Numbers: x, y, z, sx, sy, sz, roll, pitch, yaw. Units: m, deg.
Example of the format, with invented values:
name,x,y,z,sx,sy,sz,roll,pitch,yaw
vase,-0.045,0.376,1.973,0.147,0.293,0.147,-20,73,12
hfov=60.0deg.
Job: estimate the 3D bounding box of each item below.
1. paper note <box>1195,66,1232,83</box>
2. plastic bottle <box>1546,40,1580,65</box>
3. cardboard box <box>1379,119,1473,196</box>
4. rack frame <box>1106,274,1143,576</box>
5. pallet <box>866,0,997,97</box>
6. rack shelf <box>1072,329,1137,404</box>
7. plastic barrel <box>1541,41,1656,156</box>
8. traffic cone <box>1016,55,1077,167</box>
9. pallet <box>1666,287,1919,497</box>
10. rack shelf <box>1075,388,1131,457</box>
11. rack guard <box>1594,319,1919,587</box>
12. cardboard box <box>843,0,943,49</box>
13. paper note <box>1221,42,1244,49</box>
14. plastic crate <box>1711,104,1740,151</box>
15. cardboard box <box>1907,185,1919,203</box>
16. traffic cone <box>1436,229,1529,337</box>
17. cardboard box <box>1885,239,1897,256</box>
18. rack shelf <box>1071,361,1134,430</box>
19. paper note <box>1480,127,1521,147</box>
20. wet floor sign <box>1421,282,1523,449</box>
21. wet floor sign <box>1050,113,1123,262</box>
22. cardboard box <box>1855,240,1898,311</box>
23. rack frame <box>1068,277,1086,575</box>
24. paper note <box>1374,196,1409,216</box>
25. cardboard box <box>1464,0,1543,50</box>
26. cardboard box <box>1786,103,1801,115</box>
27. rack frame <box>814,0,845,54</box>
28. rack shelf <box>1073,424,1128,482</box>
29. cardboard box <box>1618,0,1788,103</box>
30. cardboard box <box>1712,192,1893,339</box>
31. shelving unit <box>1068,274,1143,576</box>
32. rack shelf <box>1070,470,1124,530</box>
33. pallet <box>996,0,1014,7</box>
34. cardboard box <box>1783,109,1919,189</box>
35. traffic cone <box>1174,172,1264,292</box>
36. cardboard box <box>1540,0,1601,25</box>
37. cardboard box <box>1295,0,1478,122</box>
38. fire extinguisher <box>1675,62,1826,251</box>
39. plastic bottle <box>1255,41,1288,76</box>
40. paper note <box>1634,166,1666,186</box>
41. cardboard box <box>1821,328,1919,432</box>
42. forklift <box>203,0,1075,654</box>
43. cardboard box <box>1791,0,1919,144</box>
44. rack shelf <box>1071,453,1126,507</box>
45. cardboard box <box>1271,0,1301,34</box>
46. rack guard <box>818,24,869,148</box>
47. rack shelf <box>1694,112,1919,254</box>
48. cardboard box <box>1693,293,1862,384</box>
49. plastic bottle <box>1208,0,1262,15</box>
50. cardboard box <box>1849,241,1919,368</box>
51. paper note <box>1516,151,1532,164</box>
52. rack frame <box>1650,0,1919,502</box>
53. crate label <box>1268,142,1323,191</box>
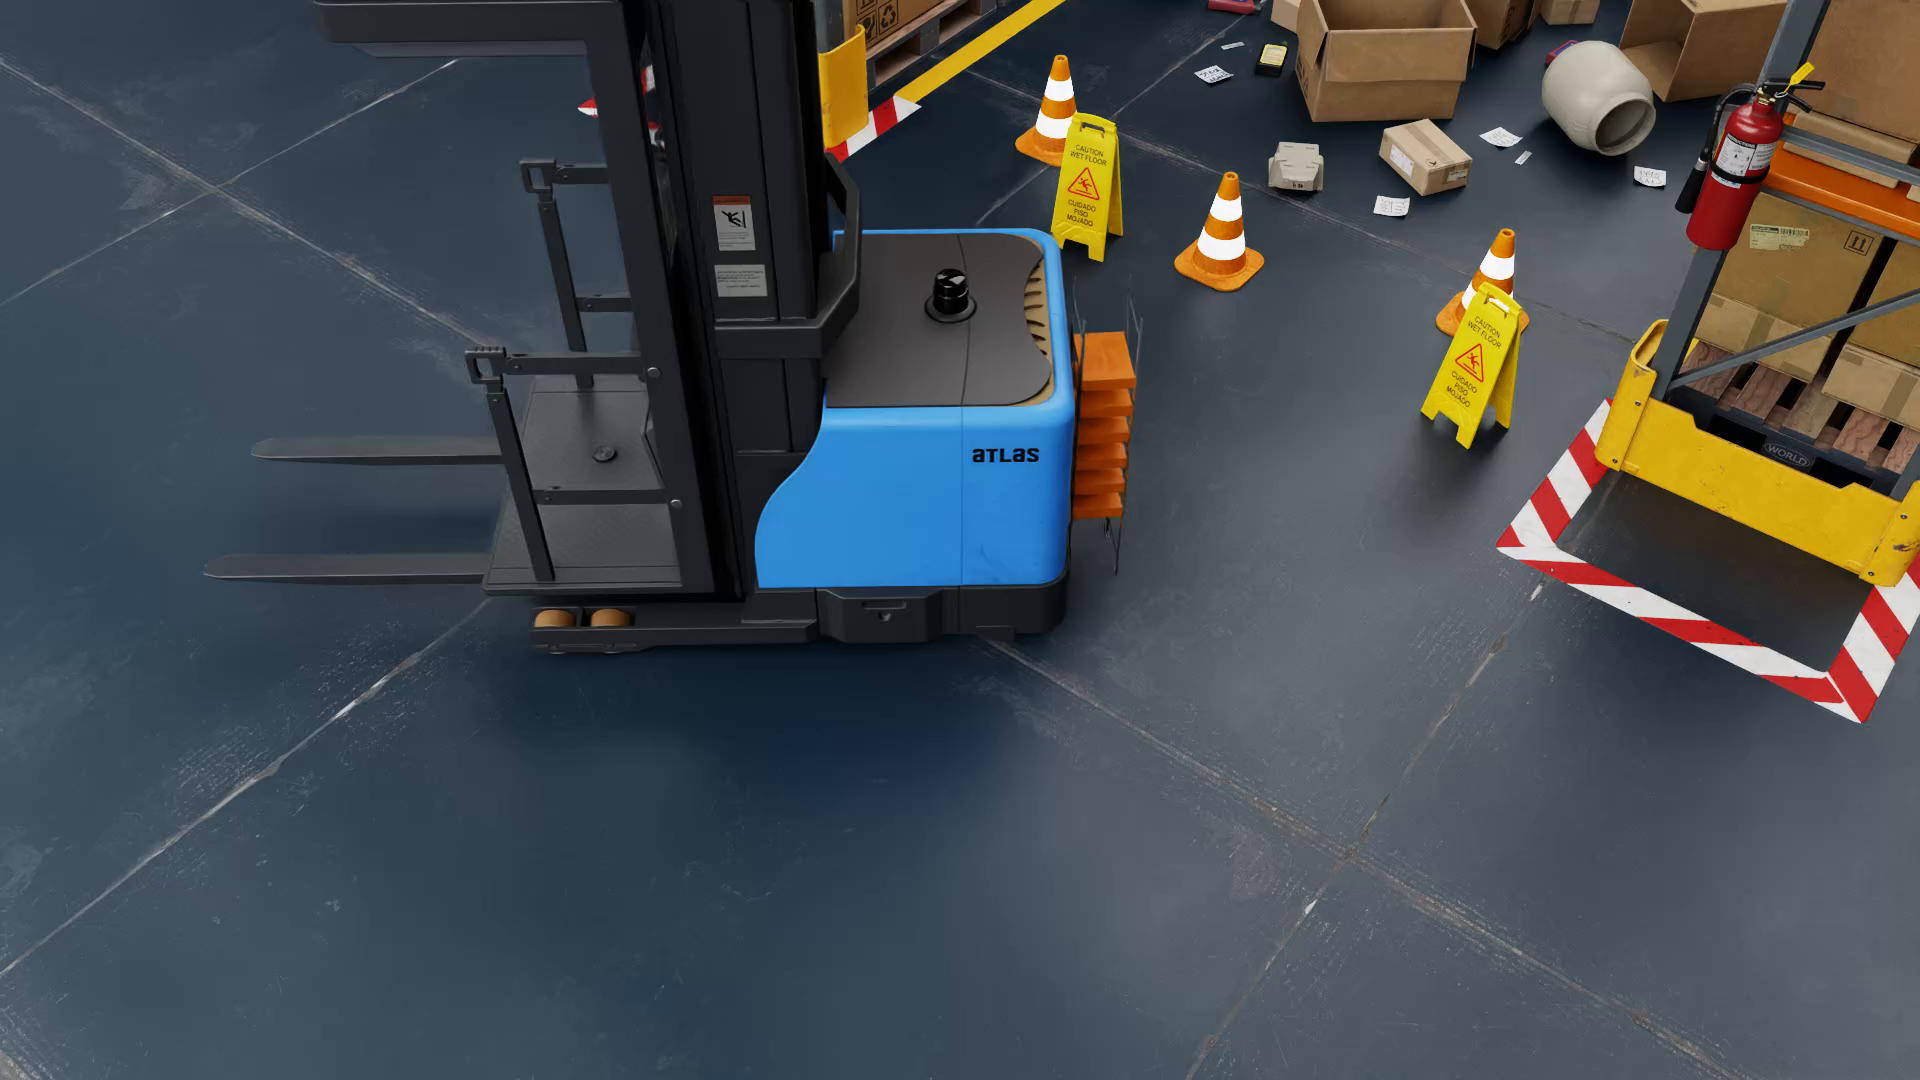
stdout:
name,x,y,z,sx,sy,sz,roll,pitch,yaw
paper note,1.299,-2.384,8.508,0.142,0.017,0.144,-25,51,-22
plastic bottle,3.174,-2.522,8.616,0.283,0.061,0.133,-33,55,-28
cardboard box,2.204,-1.815,7.881,0.250,0.149,0.380,-17,49,-15
rack frame,0.566,-0.367,5.771,0.006,1.200,0.240,-4,46,-4
pallet,-0.550,-2.816,8.795,1.003,0.211,1.213,29,53,25
rack shelf,0.475,-0.579,5.537,0.180,0.103,0.258,-4,46,-4
plastic barrel,3.066,-2.118,7.981,0.421,0.421,0.512,-9,47,-8
traffic cone,0.471,-2.087,7.924,0.336,0.463,0.334,29,53,25
pallet,3.573,-0.687,6.760,1.003,0.211,1.213,29,53,25
rack shelf,0.475,-0.413,5.711,0.180,0.103,0.258,-4,46,-4
rack guard,3.048,-0.337,6.226,1.175,0.500,0.348,29,53,25
cardboard box,-0.615,-3.116,8.331,0.875,0.875,0.875,29,53,25
paper note,1.430,-2.592,8.719,0.123,0.001,0.032,-17,49,-15
plastic crate,3.838,-1.902,8.011,0.402,0.080,0.583,13,48,12
cardboard box,3.373,-1.173,5.470,0.380,0.149,0.250,29,53,25
traffic cone,2.244,-1.097,6.978,0.336,0.463,0.334,29,53,25
cardboard box,3.601,-1.485,6.687,0.500,0.500,0.500,31,54,26
rack shelf,0.475,-0.496,5.624,0.180,0.103,0.258,-4,46,-4
paper note,2.642,-1.968,8.117,0.142,0.019,0.148,-25,51,-22
wet floor sign,2.039,-0.708,6.480,0.232,0.644,0.267,-25,51,-22
wet floor sign,0.572,-1.582,7.315,0.267,0.644,0.232,21,50,19
cardboard box,3.606,-1.227,6.959,0.500,0.250,0.500,29,53,25
rack frame,0.384,-0.355,5.759,0.006,1.200,0.240,-4,46,-4
paper note,2.004,-1.552,7.712,0.148,0.019,0.142,13,48,12
cardboard box,2.637,-3.005,8.678,0.797,0.637,0.503,29,53,25
cardboard box,3.128,-1.573,5.852,0.380,0.149,0.250,29,53,25
rack frame,-0.977,-3.288,7.316,1.000,3.000,0.127,29,53,25
rack shelf,0.475,-0.330,5.797,0.180,0.103,0.258,-4,46,-4
cardboard box,3.715,-2.572,8.359,0.500,0.500,0.500,-9,47,-8
cardboard box,3.285,-1.185,6.400,0.500,0.500,0.500,30,53,25
shelving unit,0.475,-0.361,5.765,0.189,1.200,0.258,-4,46,-4
rack shelf,0.475,-0.165,5.971,0.180,0.103,0.258,-4,46,-4
pallet,0.196,-3.512,9.459,1.003,0.211,1.213,29,53,25
cardboard box,3.061,-1.379,5.666,0.380,0.149,0.250,31,54,26
traffic cone,1.157,-1.393,7.261,0.336,0.463,0.334,29,53,25
cardboard box,3.251,-2.984,8.917,0.258,0.266,0.396,-2,46,-2
cardboard box,2.072,-2.419,8.213,0.797,0.503,0.637,-2,46,-2
fire extinguisher,2.567,-1.269,5.441,0.296,0.674,0.183,29,53,25
plastic bottle,1.617,-2.499,8.595,0.133,0.061,0.283,13,48,12
paper note,3.272,-1.726,7.878,0.142,0.019,0.148,13,48,12
cardboard box,3.714,-0.692,6.447,0.500,0.250,0.500,29,53,25
forklift,-1.147,-0.998,5.177,3.031,2.935,1.130,-1,46,-1
cardboard box,3.115,-1.727,5.550,0.500,0.500,0.500,28,53,24
rack shelf,0.475,-0.248,5.884,0.180,0.103,0.258,-4,46,-4
cardboard box,1.875,-2.834,8.774,0.258,0.266,0.396,-33,55,-28
rack guard,-0.992,-2.410,8.207,1.175,0.500,0.348,29,53,25
rack shelf,4.224,-2.053,6.634,1.077,0.370,4.000,29,53,25
cardboard box,3.298,-0.948,6.692,0.500,0.250,0.500,29,53,25
plastic bottle,1.494,-2.902,8.980,0.283,0.061,0.133,13,48,12
cardboard box,3.728,-0.965,6.189,0.500,0.500,0.500,28,52,24
paper note,2.711,-1.840,8.001,0.032,0.001,0.123,29,53,25
rack frame,3.002,-1.157,5.281,1.000,3.000,0.127,29,53,25
crate label,1.589,-1.758,7.835,0.250,0.136,0.298,6,47,5
